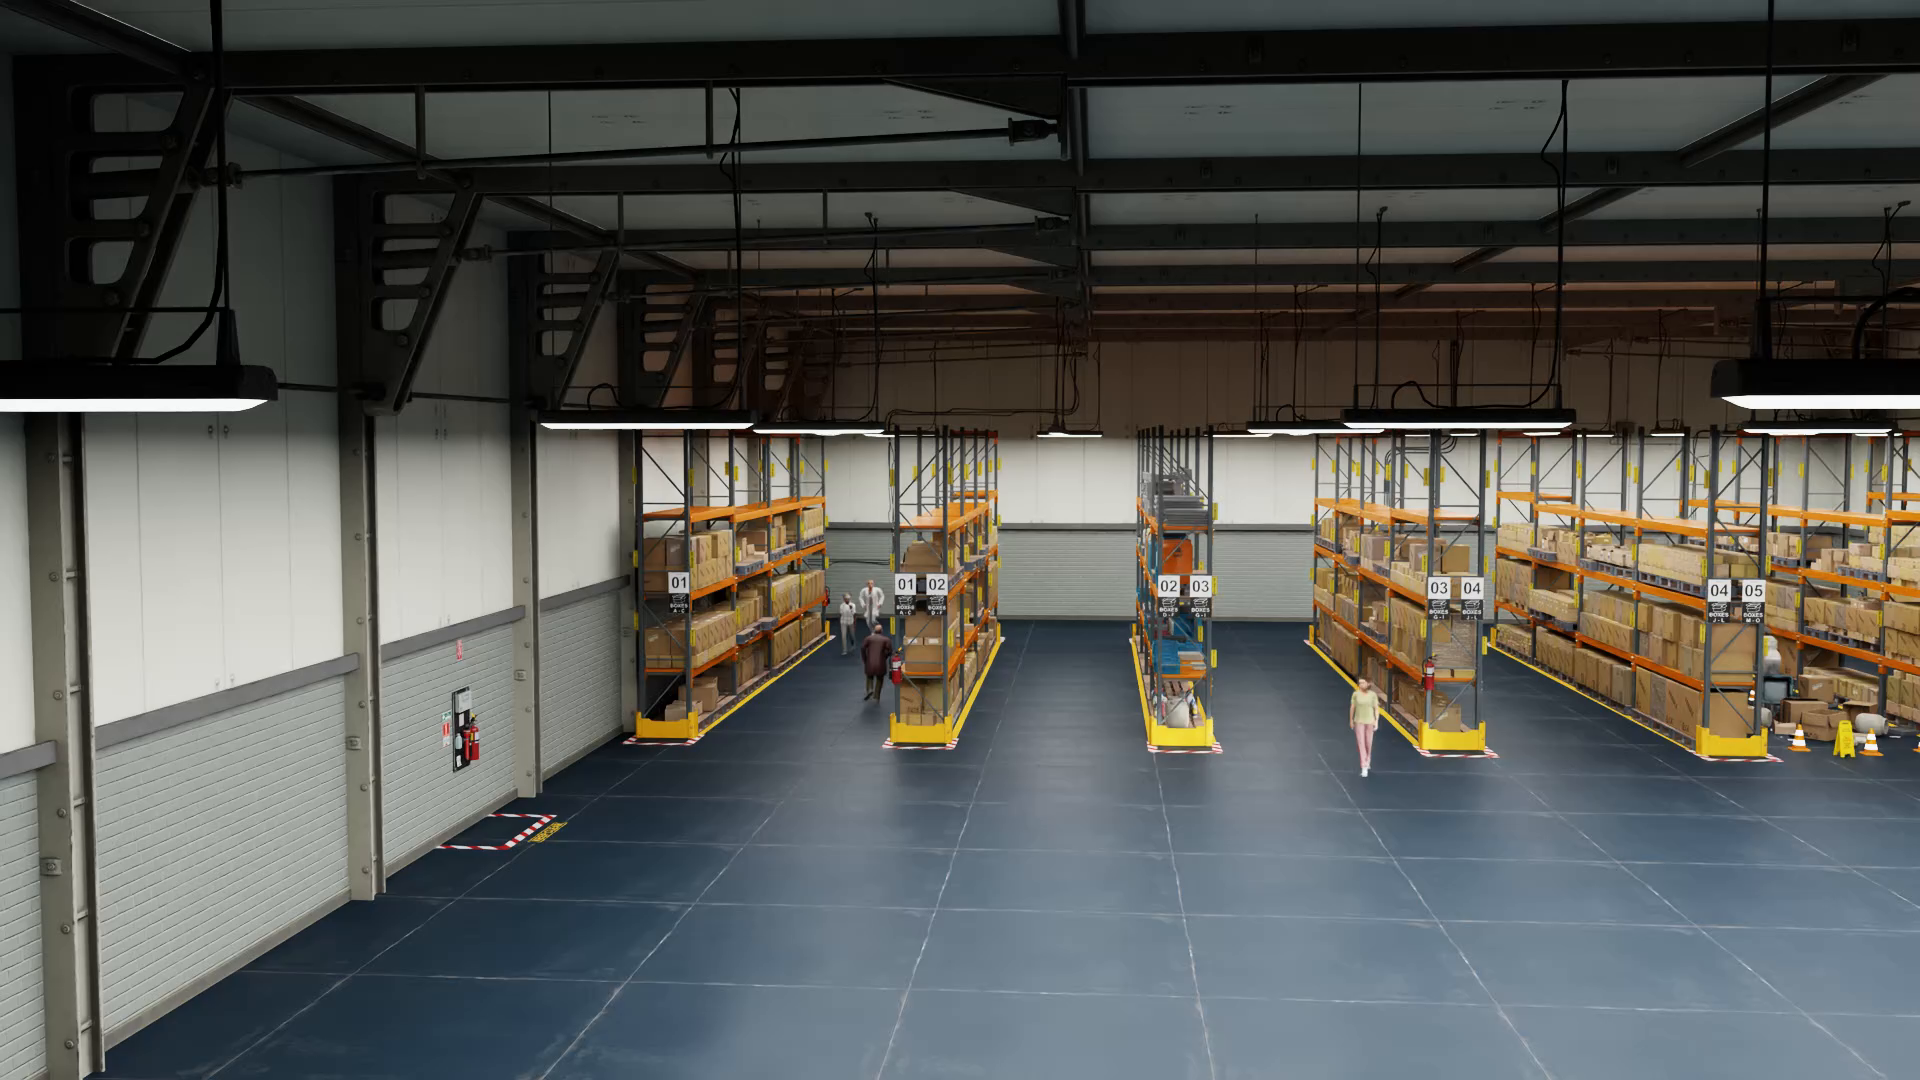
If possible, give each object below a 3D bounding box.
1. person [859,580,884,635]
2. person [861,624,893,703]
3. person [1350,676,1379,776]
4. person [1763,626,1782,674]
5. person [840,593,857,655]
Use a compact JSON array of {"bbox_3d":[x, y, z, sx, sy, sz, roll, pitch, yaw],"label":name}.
[{"bbox_3d":[-2.563,1.986,48.336,0.722,1.686,0.660,1,4,12],"label":"person"},{"bbox_3d":[-1.824,2.700,36.417,0.698,1.679,0.830,0,3,5],"label":"person"},{"bbox_3d":[6.977,3.166,28.610,0.473,1.652,0.842,0,3,5],"label":"person"},{"bbox_3d":[18.052,2.719,37.135,0.552,1.556,0.688,0,3,-5],"label":"person"},{"bbox_3d":[-2.979,2.220,44.380,0.457,1.641,0.863,0,3,2],"label":"person"}]
